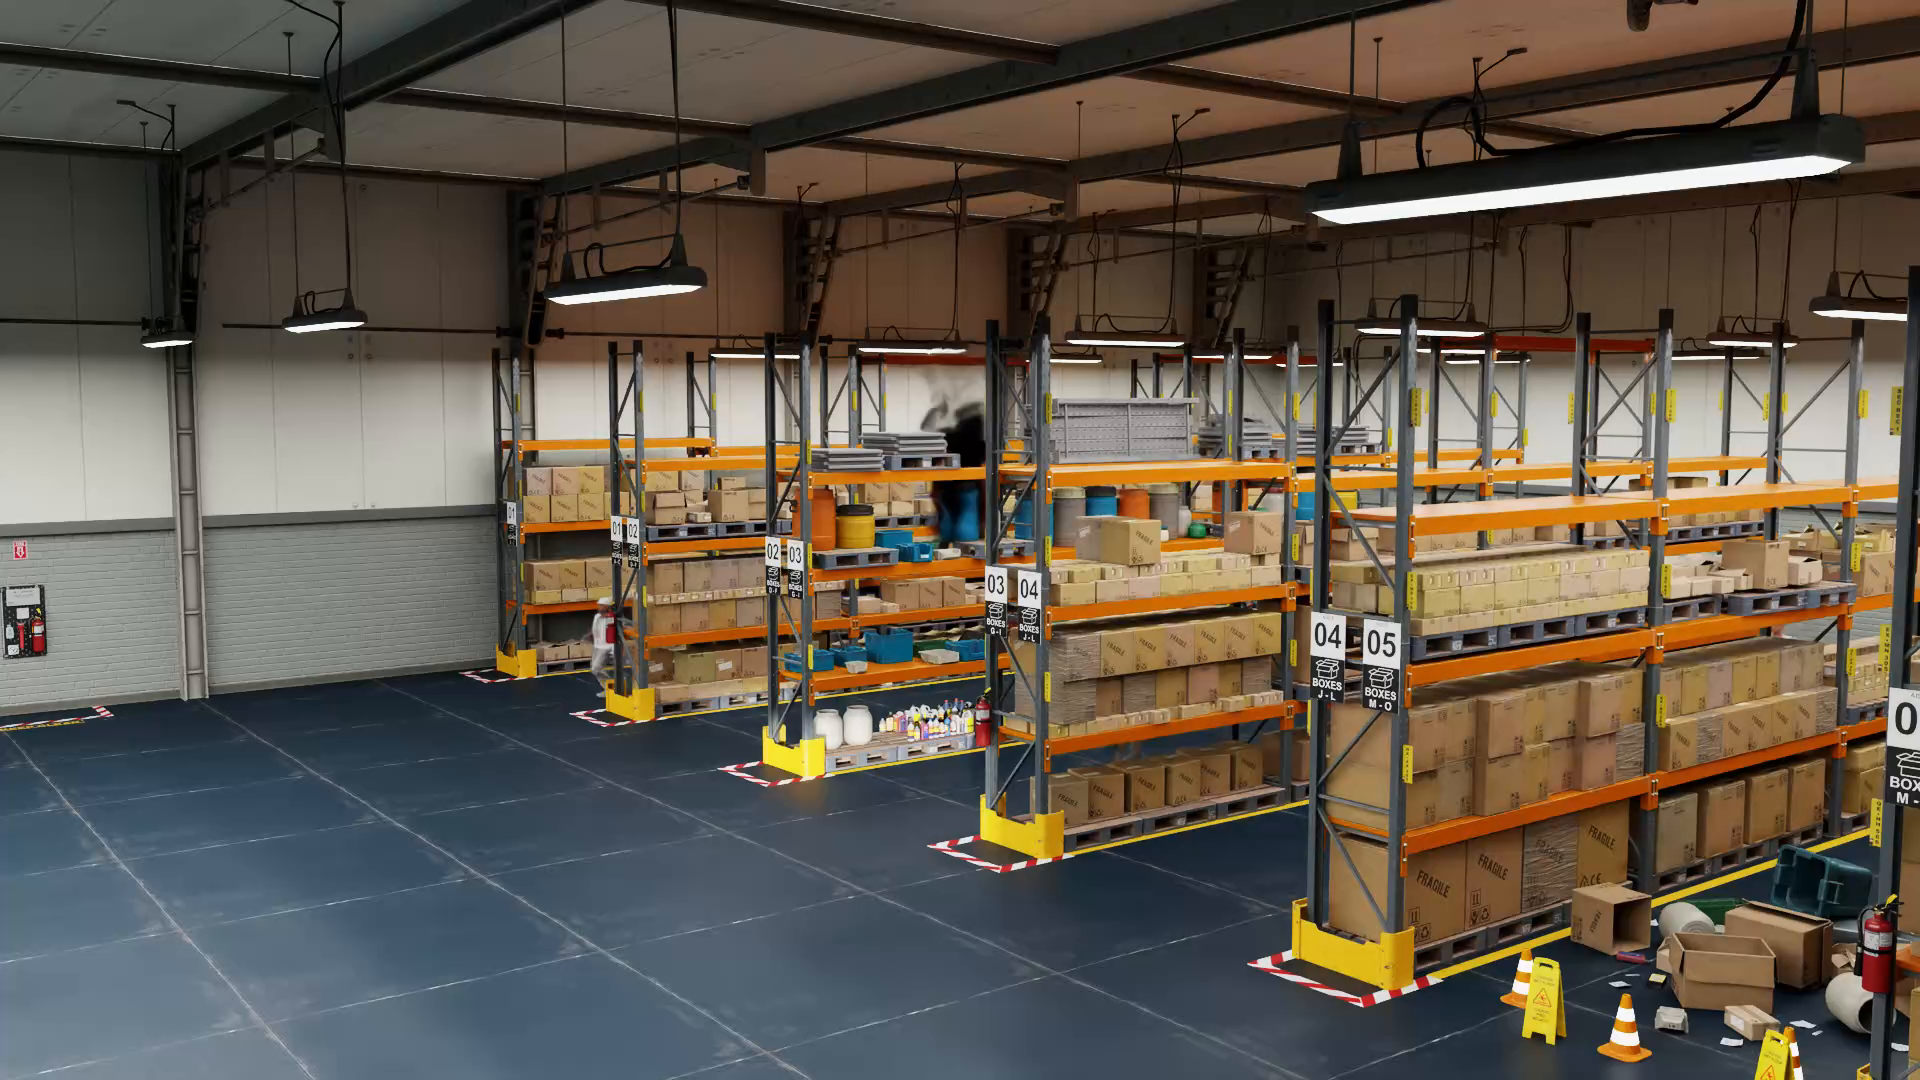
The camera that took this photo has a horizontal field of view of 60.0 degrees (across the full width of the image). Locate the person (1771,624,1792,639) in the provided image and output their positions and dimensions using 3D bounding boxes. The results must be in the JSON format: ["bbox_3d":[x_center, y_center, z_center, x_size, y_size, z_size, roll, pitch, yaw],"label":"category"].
[{"bbox_3d":[12.508,2.047,25.530,0.868,1.760,0.669,-5,7,-42],"label":"person"}]

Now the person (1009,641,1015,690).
[{"bbox_3d":[1.111,1.778,27.521,0.711,1.611,0.839,5,7,42],"label":"person"}]

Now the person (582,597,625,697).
[{"bbox_3d":[-6.082,1.830,28.161,0.555,1.722,0.726,-5,7,-44],"label":"person"}]

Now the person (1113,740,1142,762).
[{"bbox_3d":[2.151,2.122,21.932,0.652,1.781,0.653,5,7,44],"label":"person"}]
